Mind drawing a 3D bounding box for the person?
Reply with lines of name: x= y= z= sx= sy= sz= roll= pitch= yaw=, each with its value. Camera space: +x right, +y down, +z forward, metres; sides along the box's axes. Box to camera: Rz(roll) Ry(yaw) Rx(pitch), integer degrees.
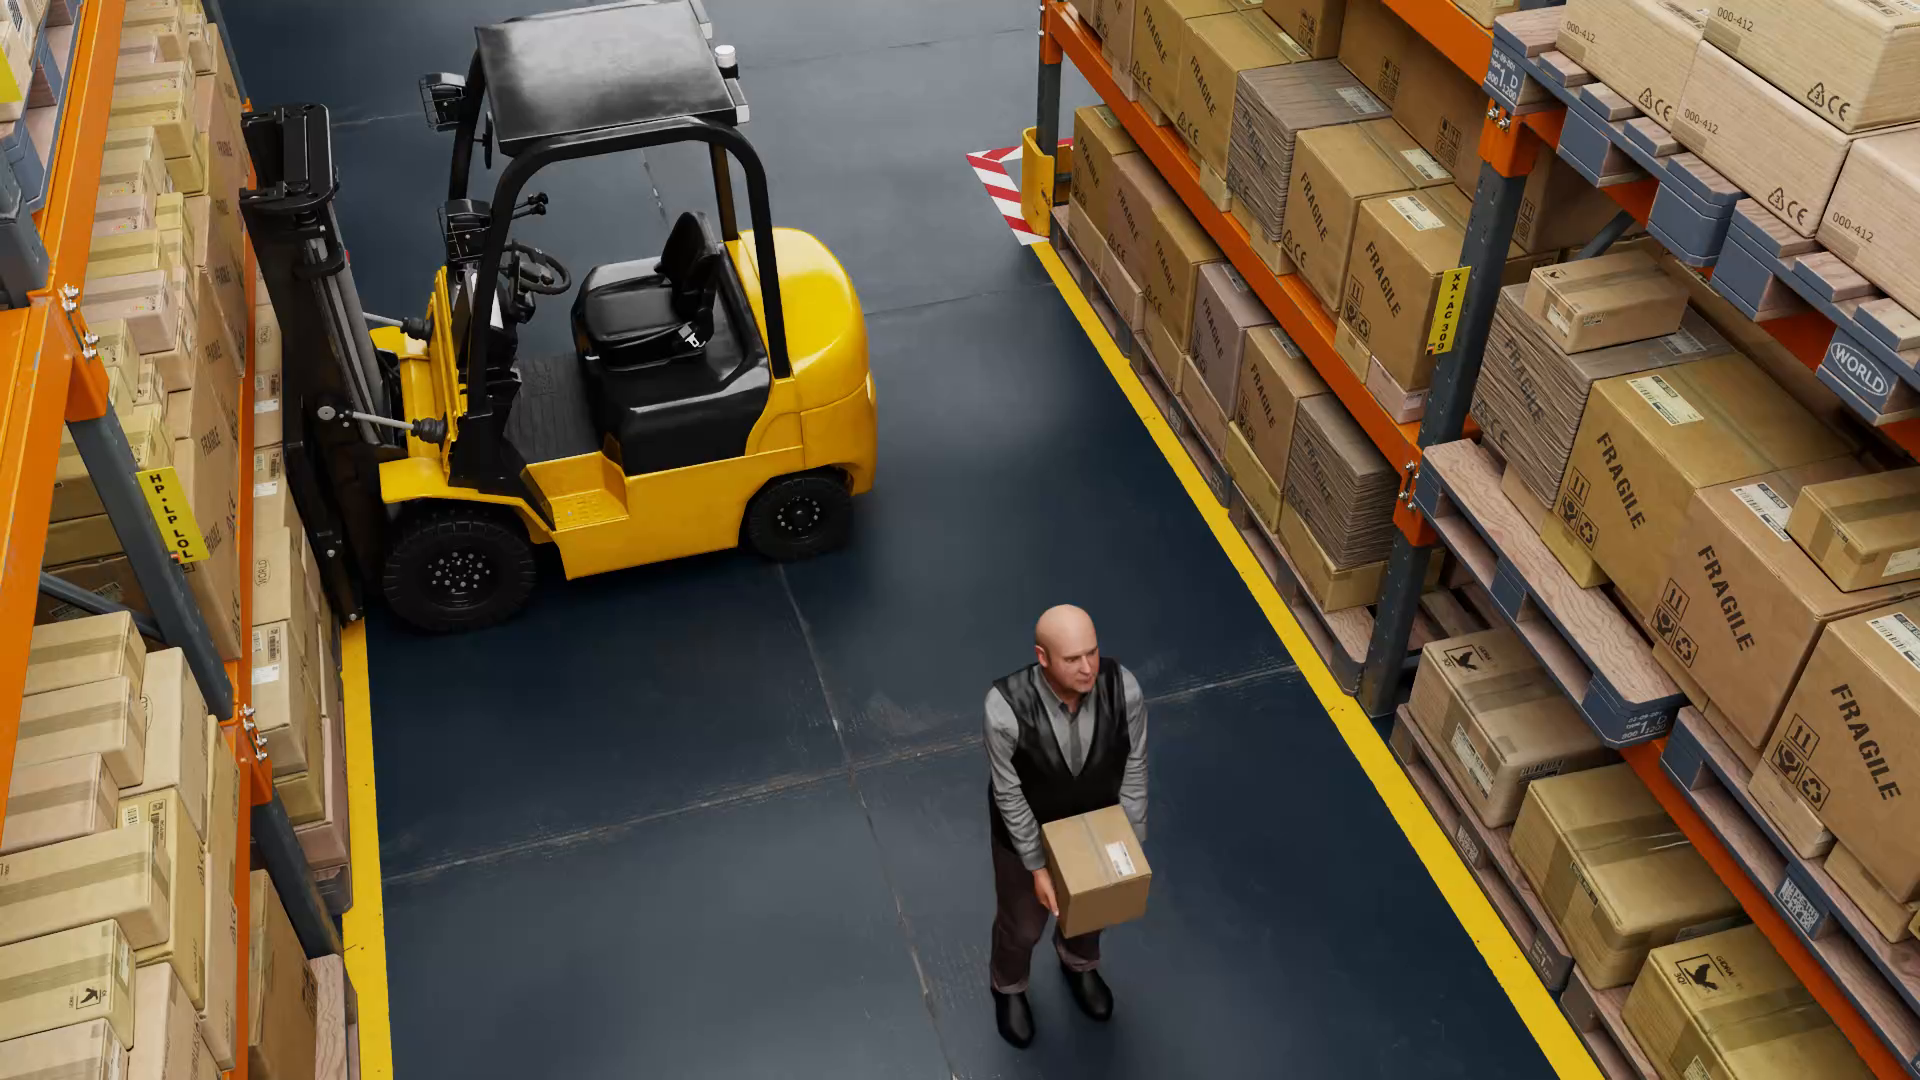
person: x=0.341 y=0.944 z=5.127 sx=0.501 sy=1.722 sz=0.548 roll=-12 pitch=43 yaw=-13
